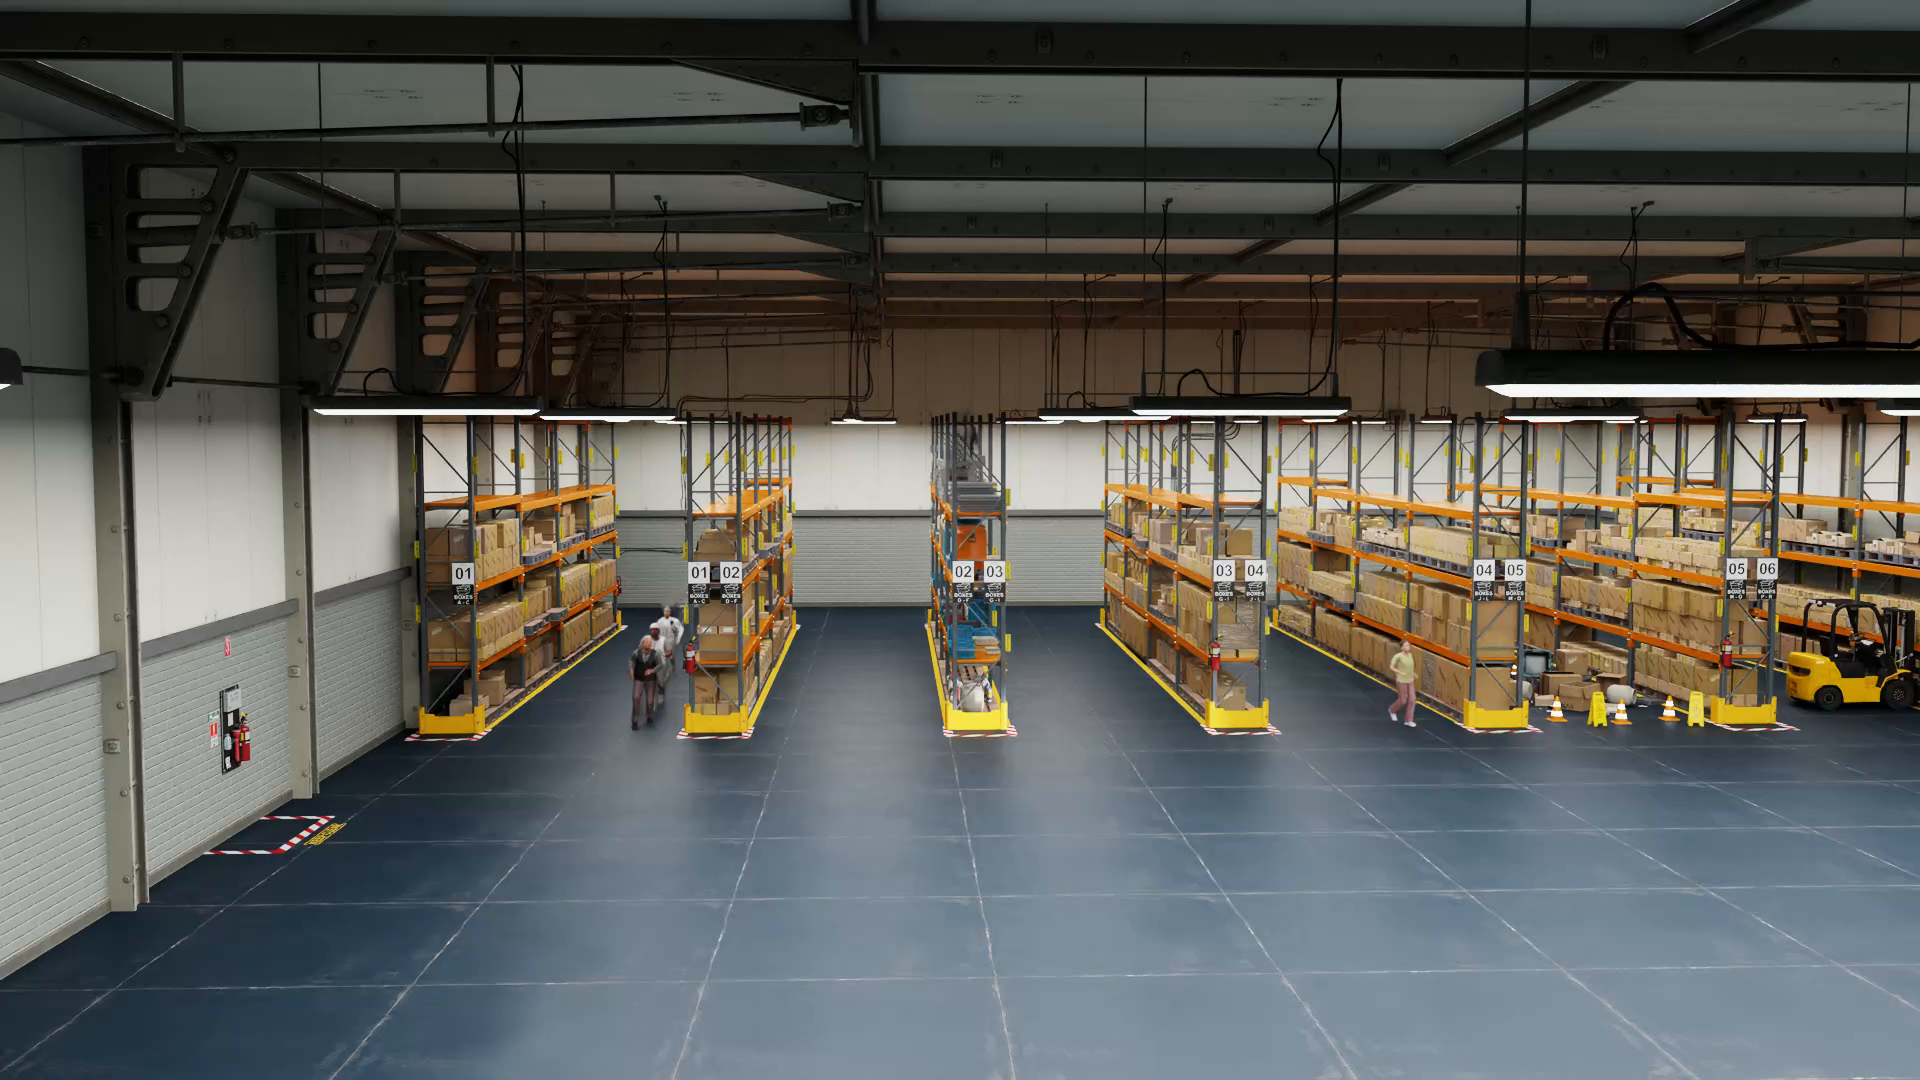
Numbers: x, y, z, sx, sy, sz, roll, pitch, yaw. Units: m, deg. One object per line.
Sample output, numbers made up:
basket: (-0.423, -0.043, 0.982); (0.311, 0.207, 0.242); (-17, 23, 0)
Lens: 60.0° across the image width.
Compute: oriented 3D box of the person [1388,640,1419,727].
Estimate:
person: (8.517, 2.726, 31.916); (0.604, 1.651, 0.734); (-2, 4, -24)

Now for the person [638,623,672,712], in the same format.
person: (-6.151, 2.552, 33.542); (0.696, 1.763, 0.941); (-1, 4, -8)

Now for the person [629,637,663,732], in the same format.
person: (-5.974, 2.717, 31.641); (0.656, 1.754, 0.863); (-1, 4, -9)

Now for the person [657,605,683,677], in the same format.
person: (-6.671, 2.306, 38.023); (0.668, 1.644, 0.580); (0, 4, -3)
